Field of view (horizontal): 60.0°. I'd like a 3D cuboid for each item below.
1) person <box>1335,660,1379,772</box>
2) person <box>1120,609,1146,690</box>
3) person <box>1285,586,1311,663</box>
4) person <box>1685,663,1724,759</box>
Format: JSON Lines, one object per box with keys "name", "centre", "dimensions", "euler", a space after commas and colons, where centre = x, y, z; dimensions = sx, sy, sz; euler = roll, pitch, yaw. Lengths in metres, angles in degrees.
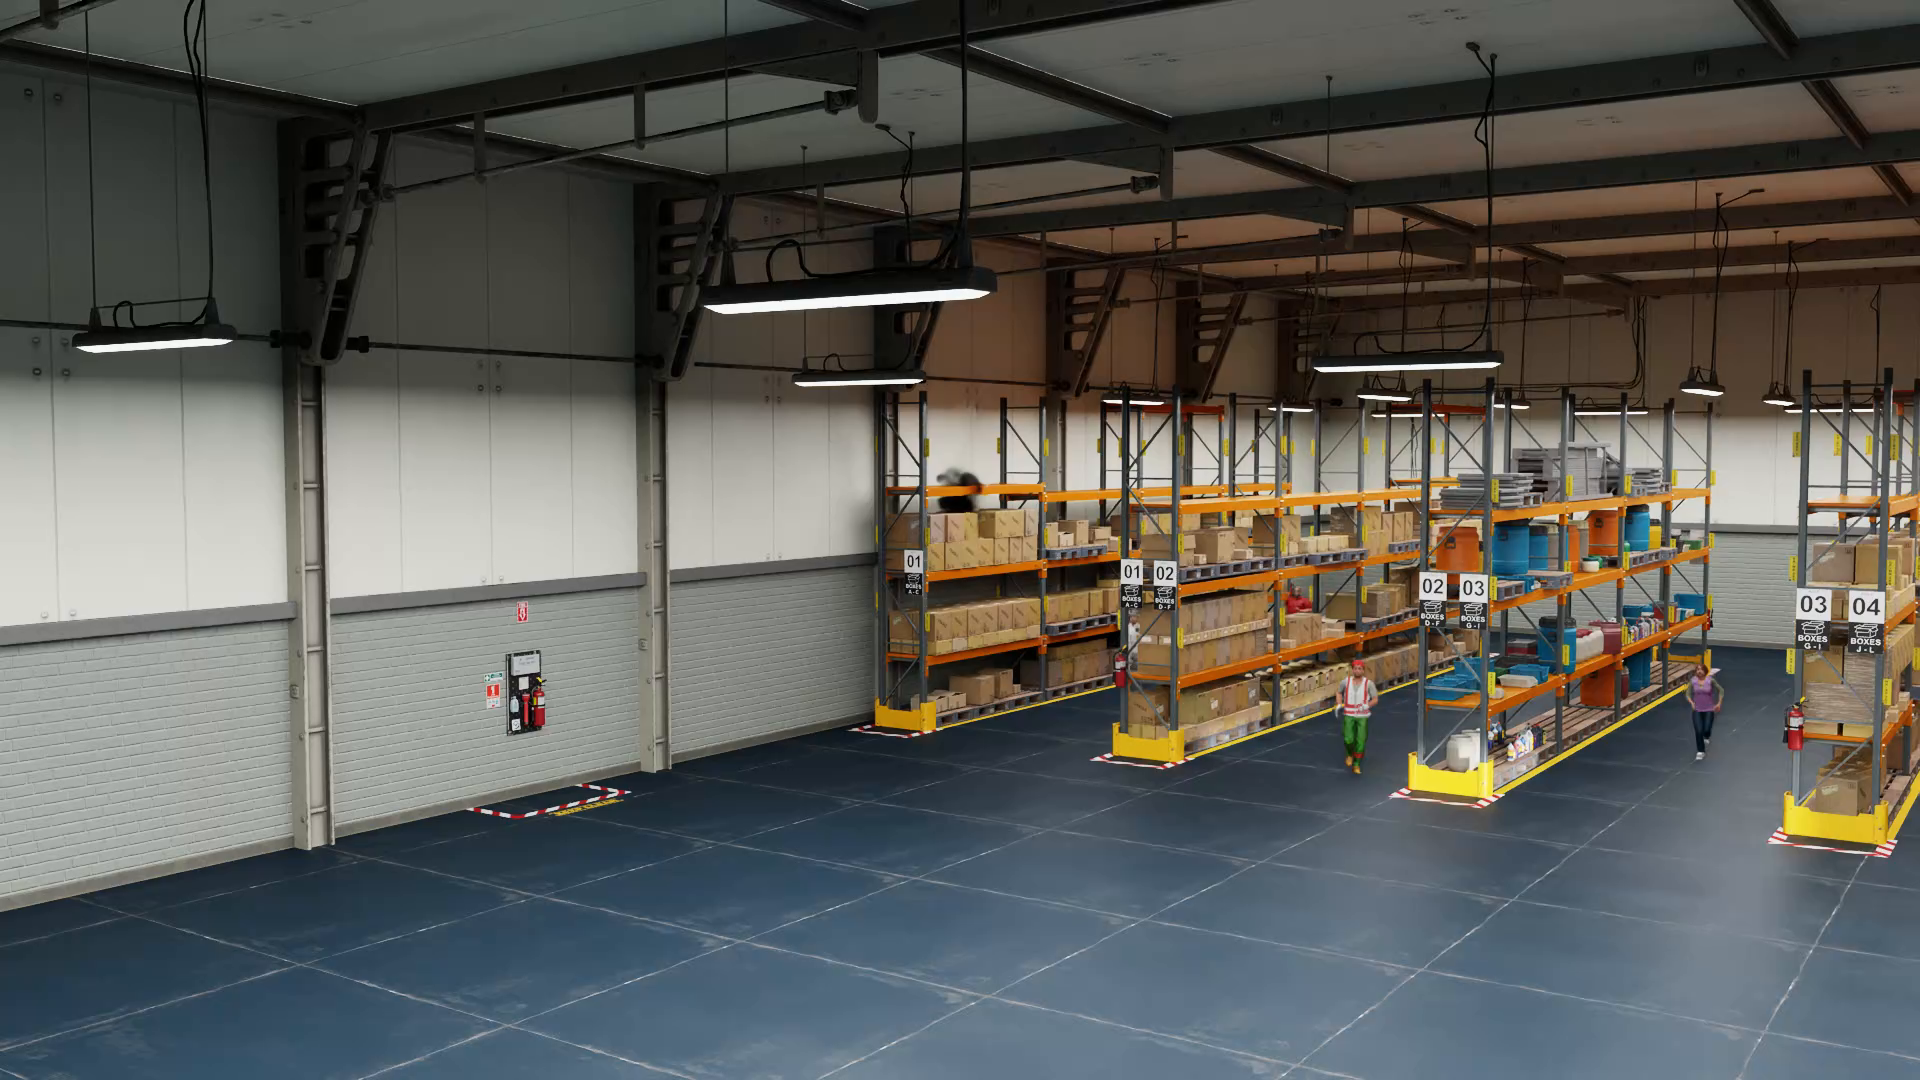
{"name": "person", "centre": [6.079, 2.710, 25.508], "dimensions": [0.655, 1.739, 0.578], "euler": [1, 3, 18]}
{"name": "person", "centre": [3.255, 2.146, 31.170], "dimensions": [0.599, 1.717, 0.837], "euler": [2, 4, 26]}
{"name": "person", "centre": [7.894, 1.959, 38.979], "dimensions": [0.655, 1.743, 0.957], "euler": [1, 3, 23]}
{"name": "person", "centre": [11.919, 2.758, 26.680], "dimensions": [0.548, 1.545, 0.605], "euler": [2, 4, 32]}
